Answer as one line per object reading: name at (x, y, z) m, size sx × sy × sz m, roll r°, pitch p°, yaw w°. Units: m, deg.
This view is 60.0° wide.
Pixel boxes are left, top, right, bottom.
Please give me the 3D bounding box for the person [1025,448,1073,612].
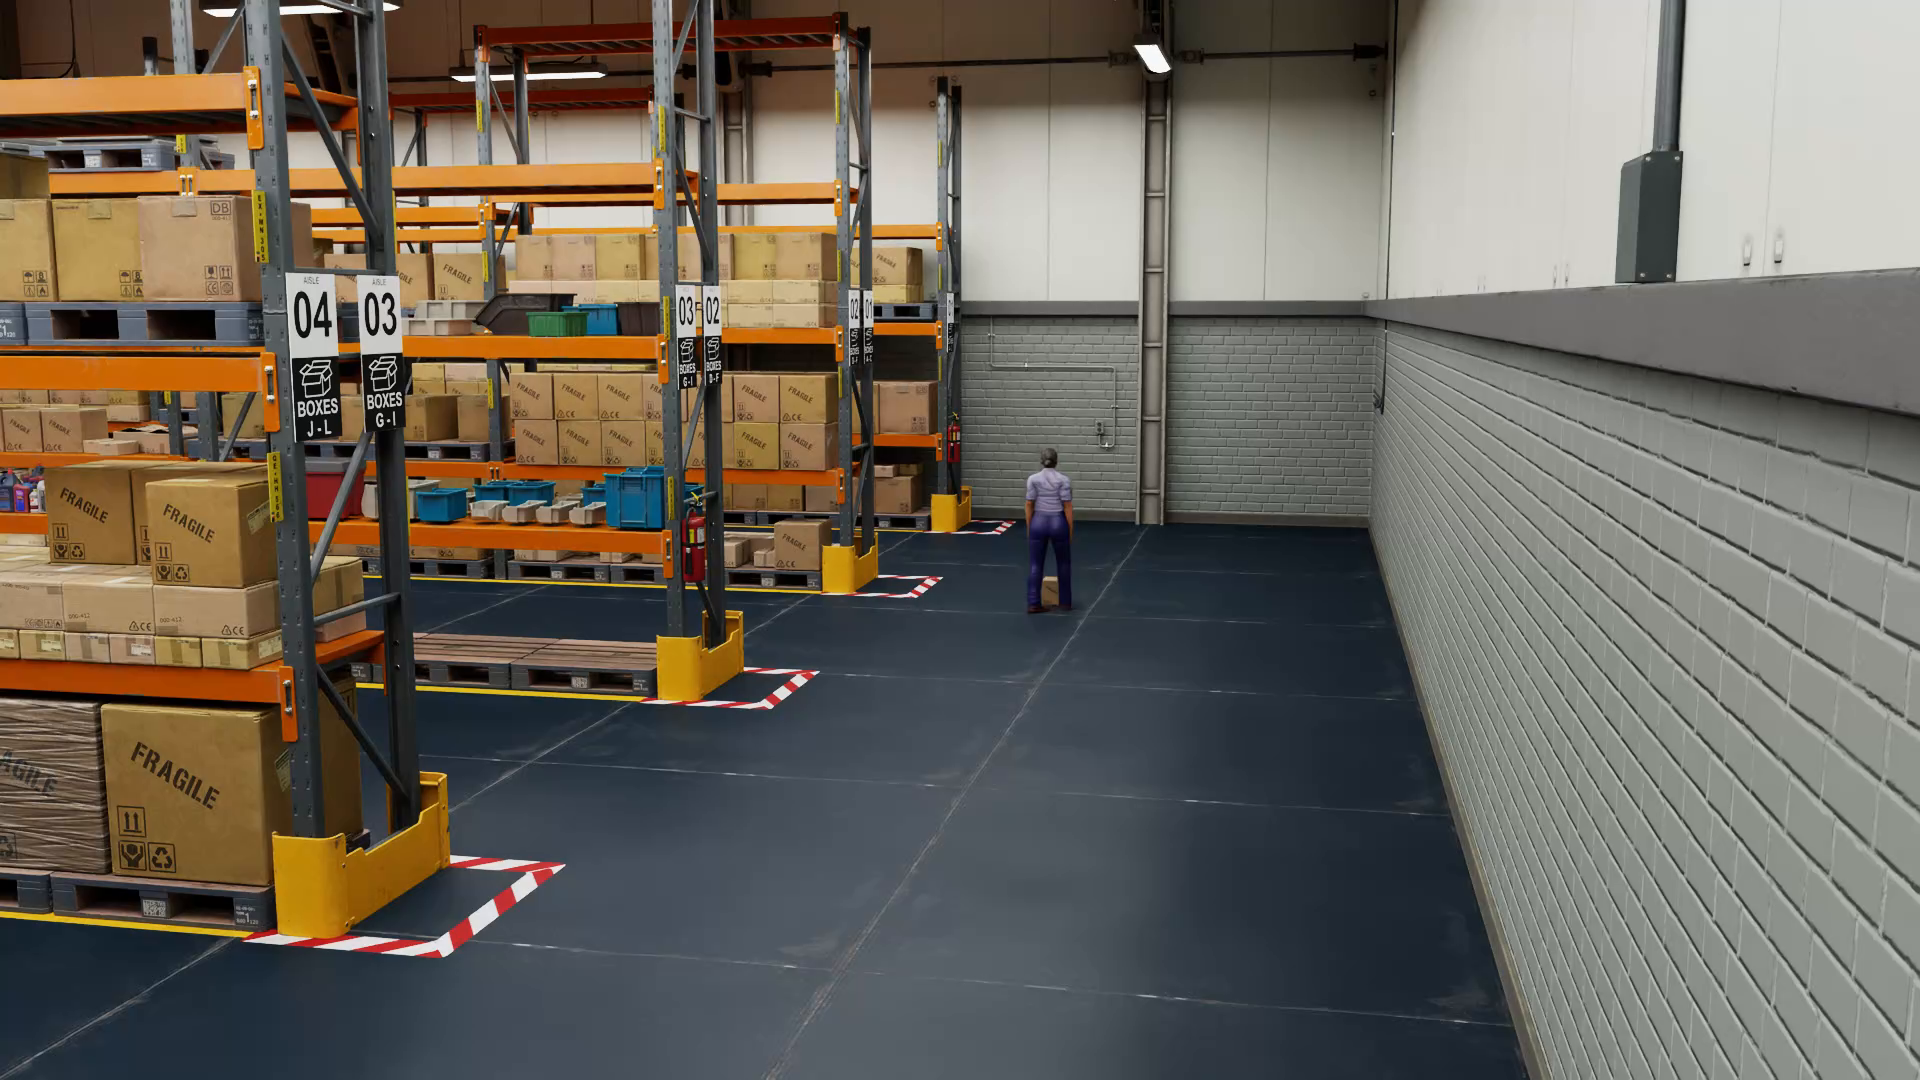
person at (0.903, -0.104, 16.636) m, size 0.477 × 1.656 × 0.502 m, roll 2°, pitch 8°, yaw 11°
